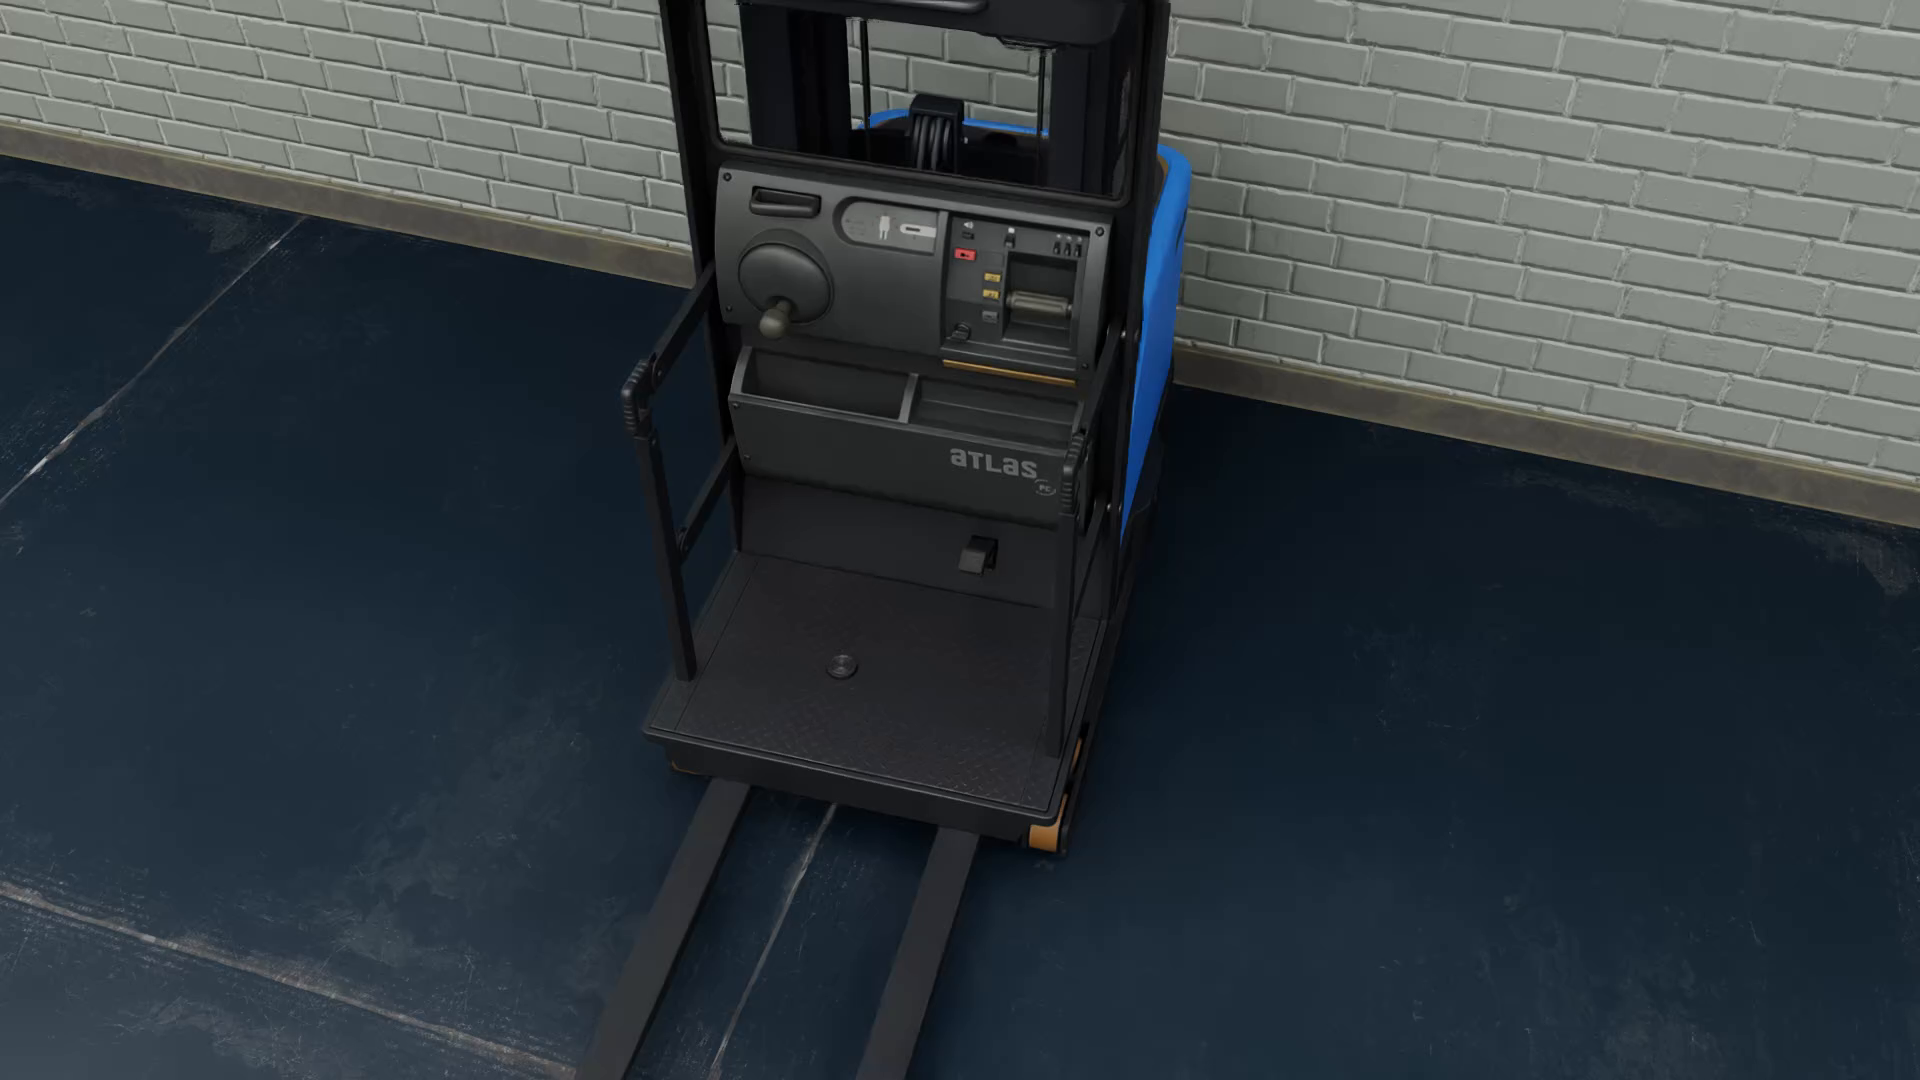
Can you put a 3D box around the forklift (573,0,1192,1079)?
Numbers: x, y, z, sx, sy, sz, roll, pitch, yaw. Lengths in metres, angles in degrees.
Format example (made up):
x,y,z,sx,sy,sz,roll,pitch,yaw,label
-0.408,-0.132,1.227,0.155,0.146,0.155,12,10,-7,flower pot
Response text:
x,y,z,sx,sy,sz,roll,pitch,yaw,label
-0.173,-0.530,3.696,1.130,2.935,3.031,10,45,10,forklift
